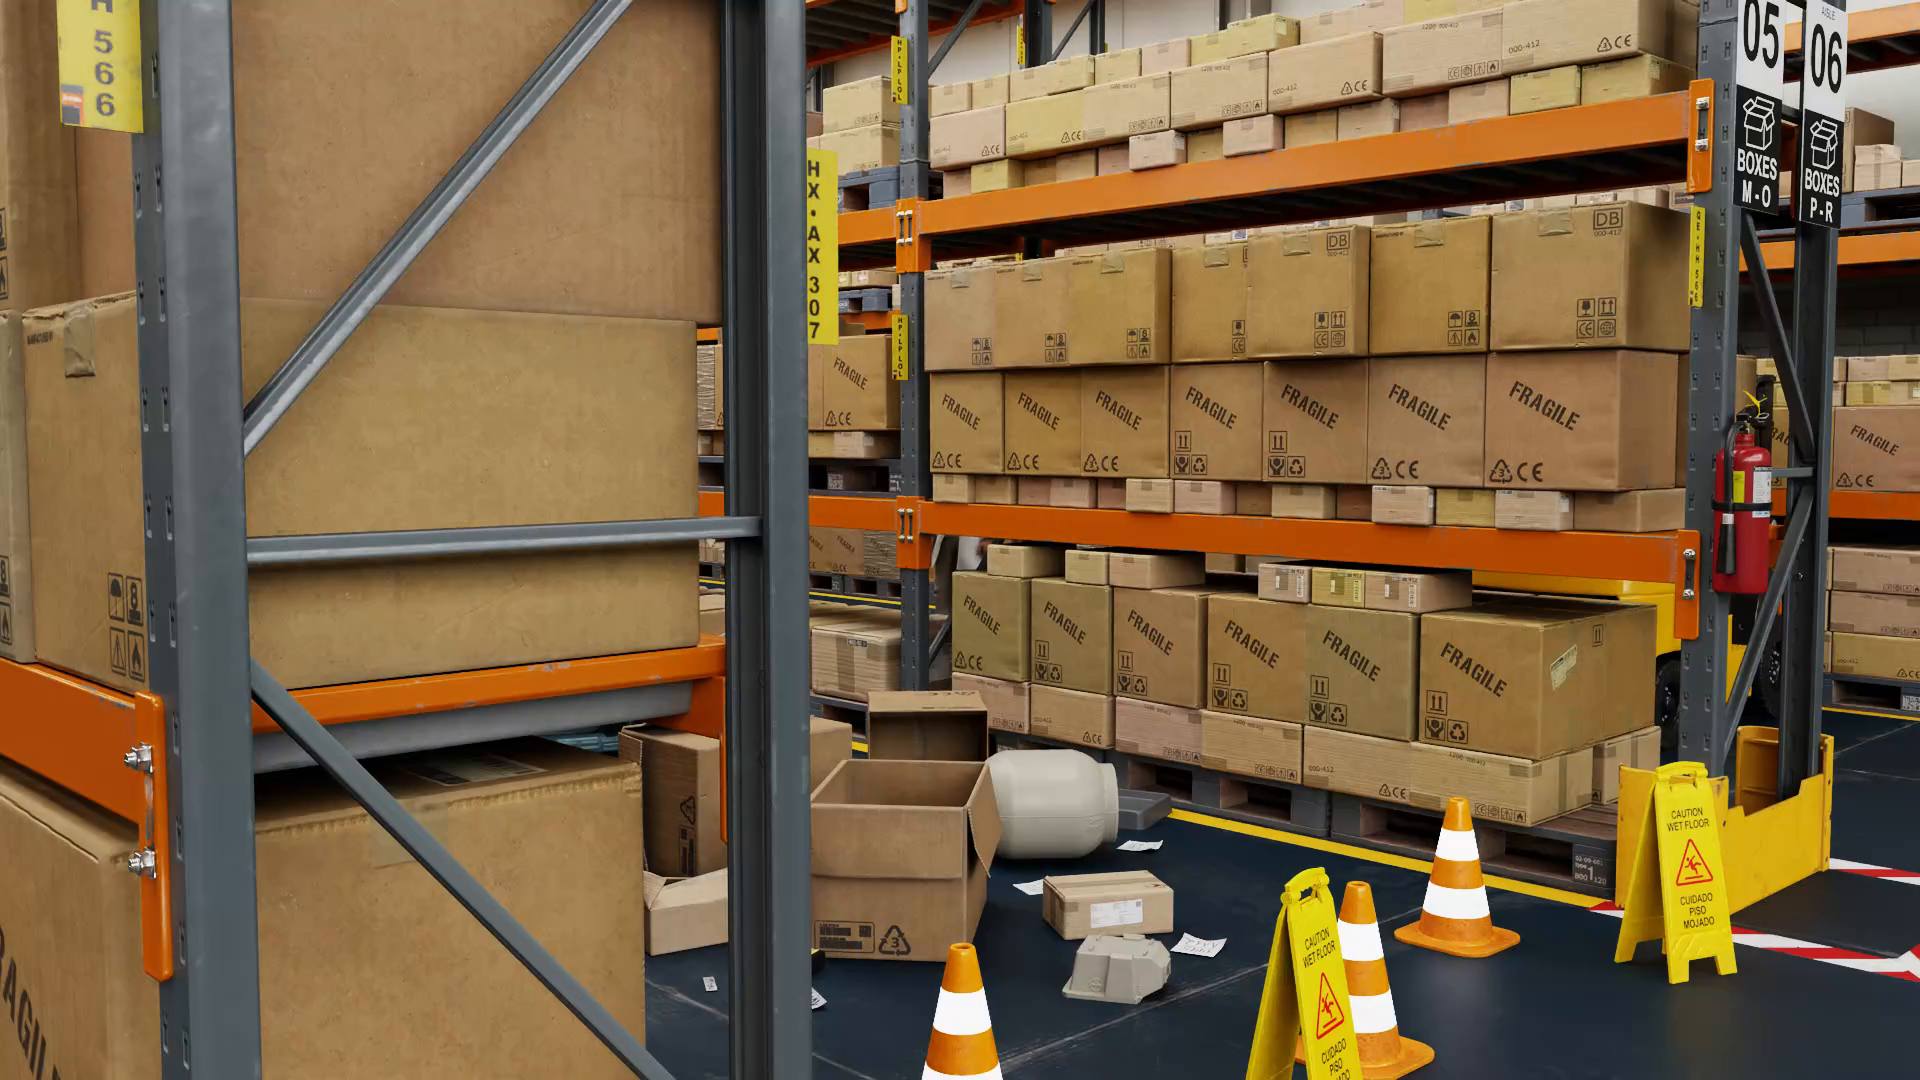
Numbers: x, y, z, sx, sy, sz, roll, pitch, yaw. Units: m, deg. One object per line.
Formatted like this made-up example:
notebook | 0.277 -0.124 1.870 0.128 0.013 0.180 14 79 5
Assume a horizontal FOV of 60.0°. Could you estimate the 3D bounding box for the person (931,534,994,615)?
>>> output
person | 0.023 -0.006 11.825 0.654 1.775 0.420 4 5 43
